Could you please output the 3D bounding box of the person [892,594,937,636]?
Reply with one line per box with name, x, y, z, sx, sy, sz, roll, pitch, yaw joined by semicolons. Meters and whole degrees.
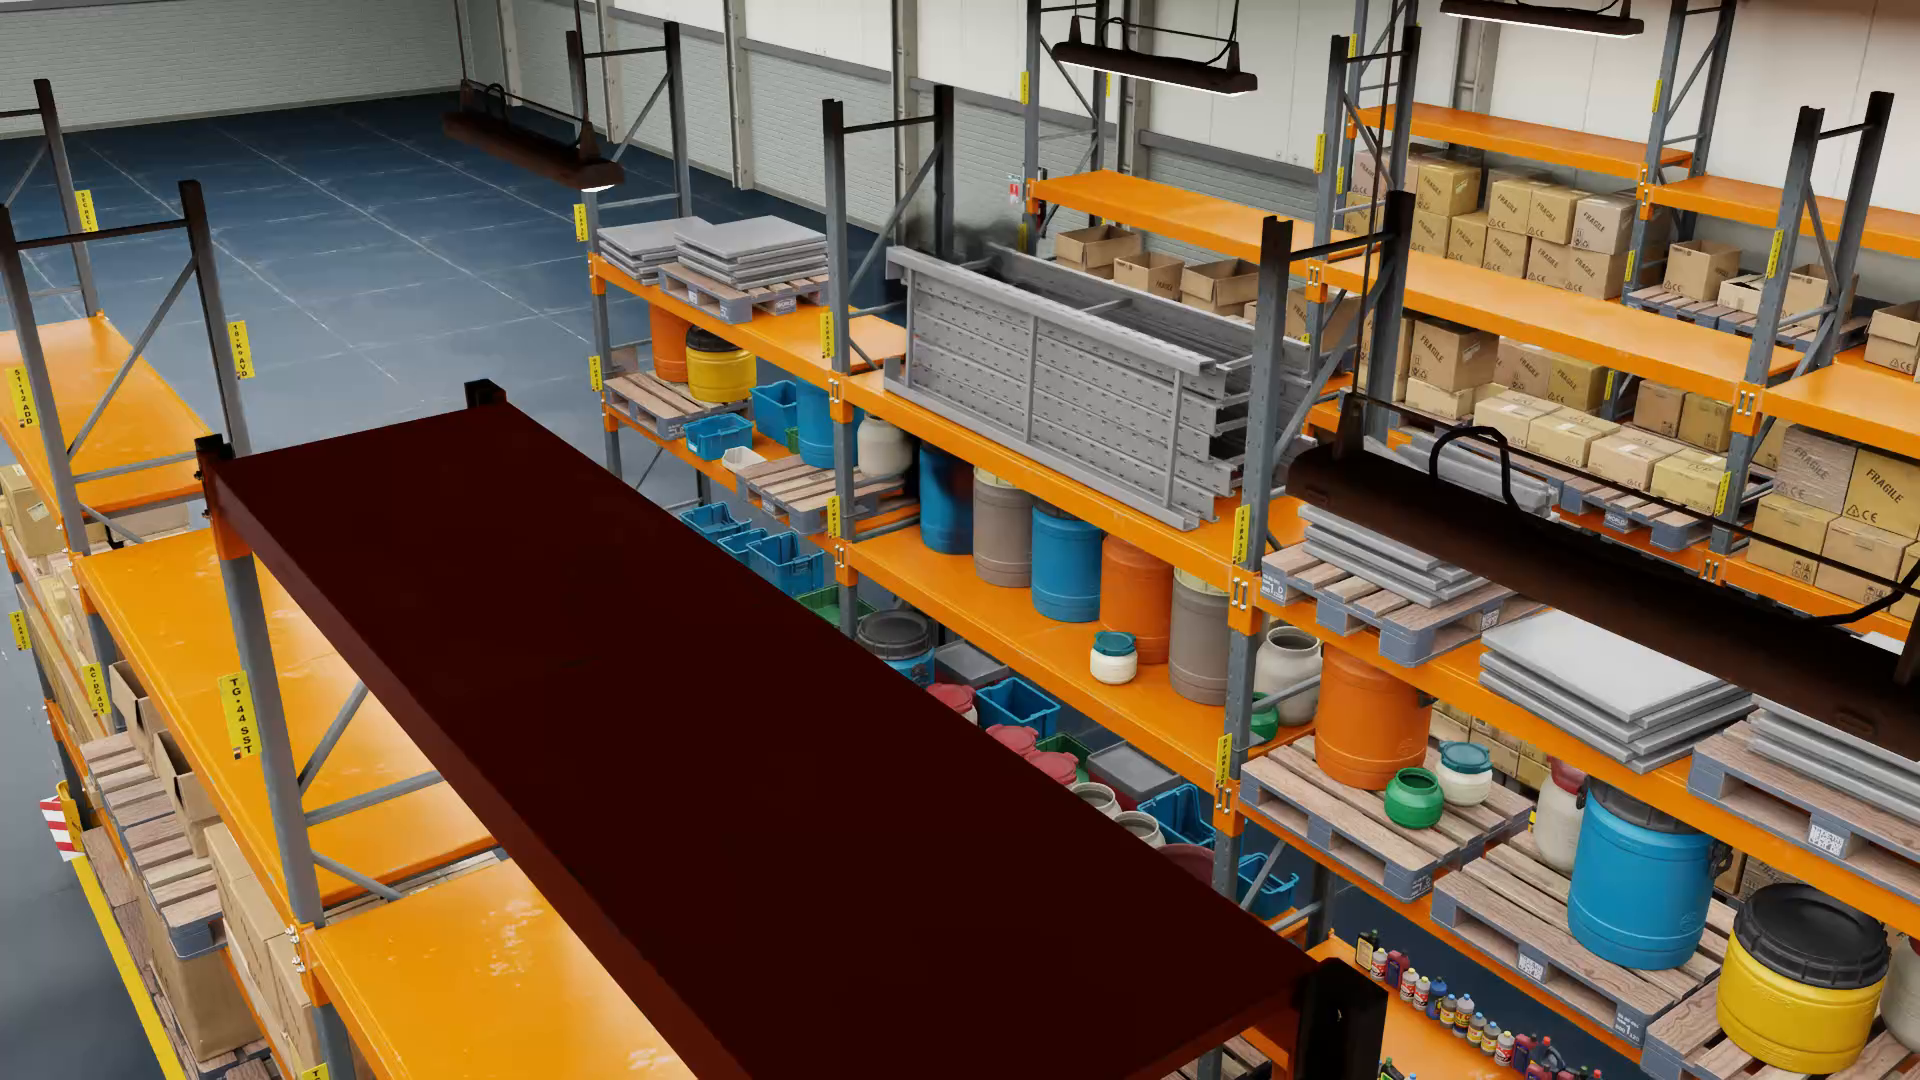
person;-0.390;0.744;15.325;0.663;1.718;0.931;-22;33;-40
